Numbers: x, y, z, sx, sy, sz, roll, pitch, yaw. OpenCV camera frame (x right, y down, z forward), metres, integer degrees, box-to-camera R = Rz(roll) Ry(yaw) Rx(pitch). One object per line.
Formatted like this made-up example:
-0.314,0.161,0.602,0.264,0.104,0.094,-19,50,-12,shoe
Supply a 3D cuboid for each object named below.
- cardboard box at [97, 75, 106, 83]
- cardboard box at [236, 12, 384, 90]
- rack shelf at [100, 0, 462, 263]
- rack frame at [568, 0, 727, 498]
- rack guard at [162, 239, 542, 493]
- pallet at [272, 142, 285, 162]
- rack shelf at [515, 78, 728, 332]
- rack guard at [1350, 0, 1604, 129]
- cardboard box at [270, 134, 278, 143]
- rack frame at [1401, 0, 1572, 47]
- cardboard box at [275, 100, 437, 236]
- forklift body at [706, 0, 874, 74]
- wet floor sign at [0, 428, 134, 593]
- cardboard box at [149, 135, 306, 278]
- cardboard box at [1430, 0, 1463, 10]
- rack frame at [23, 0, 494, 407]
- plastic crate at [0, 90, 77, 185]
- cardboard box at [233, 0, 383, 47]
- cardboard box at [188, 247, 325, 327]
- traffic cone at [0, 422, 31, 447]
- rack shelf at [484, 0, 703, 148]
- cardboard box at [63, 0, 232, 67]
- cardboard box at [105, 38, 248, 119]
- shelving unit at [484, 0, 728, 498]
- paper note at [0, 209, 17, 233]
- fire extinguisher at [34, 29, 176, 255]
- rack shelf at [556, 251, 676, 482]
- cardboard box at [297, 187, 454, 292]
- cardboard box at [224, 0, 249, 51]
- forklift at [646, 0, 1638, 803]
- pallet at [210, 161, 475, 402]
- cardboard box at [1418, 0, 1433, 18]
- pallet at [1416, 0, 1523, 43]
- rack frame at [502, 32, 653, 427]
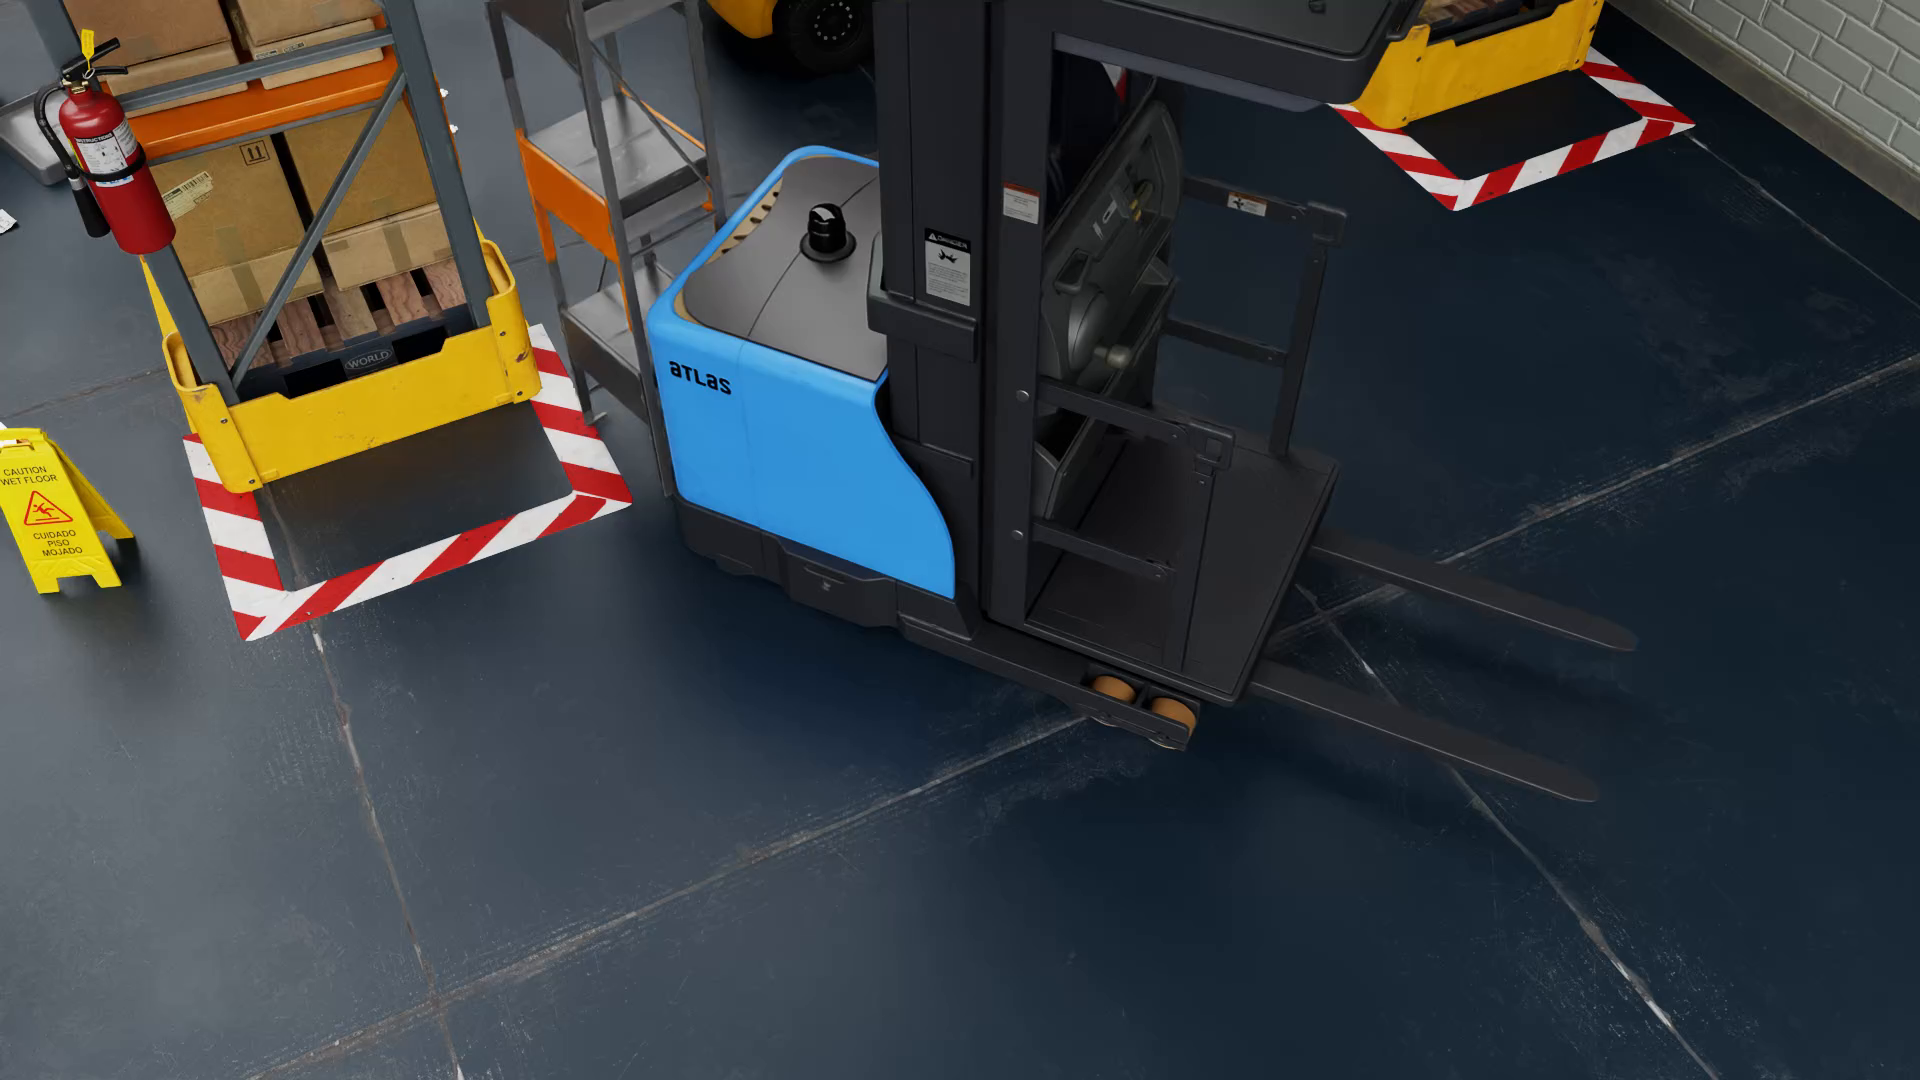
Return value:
-2.690,-1.626,5.346,0.380,0.149,0.250,-22,52,-18,cardboard box
-2.085,-1.617,5.338,0.380,0.149,0.250,-21,52,-17,cardboard box
-3.029,-2.503,6.424,1.077,0.370,4.000,-21,52,-18,rack shelf
-0.895,-0.946,5.182,0.400,2.100,0.015,-35,57,-27,rack frame
-2.149,-0.629,5.968,1.175,0.500,0.348,-21,52,-18,rack guard
-3.043,-1.905,7.276,1.003,0.211,1.213,-21,52,-18,pallet
-1.062,-1.070,5.309,0.431,0.518,0.480,-35,57,-27,rack shelf
2.309,-2.274,7.407,1.175,0.500,0.348,-21,52,-18,rack guard
-2.725,-1.974,7.032,0.500,0.250,0.500,-18,51,-15,cardboard box
2.298,-3.113,6.480,1.000,3.000,0.127,-21,52,-18,rack frame
-2.249,-1.532,6.146,0.500,0.500,0.500,-23,53,-19,cardboard box
-0.192,-3.475,7.360,2.313,2.155,1.214,-21,52,-18,forklift body
-2.978,-0.130,5.435,0.267,0.644,0.232,-5,49,-5,wet floor sign
-2.712,-1.327,5.968,0.500,0.500,0.500,-21,52,-17,cardboard box
2.247,-2.742,7.703,0.500,0.250,0.500,-21,52,-17,cardboard box
-2.114,-1.401,4.983,1.000,3.000,0.127,-21,52,-18,rack frame
-3.955,-1.784,7.257,0.583,0.080,0.402,35,57,27,plastic crate
-2.084,-1.944,5.194,0.500,0.500,0.500,-22,52,-18,cardboard box
-2.734,-1.098,6.266,0.500,0.250,0.500,-21,52,-18,cardboard box
-3.458,-0.409,5.801,0.336,0.463,0.334,-21,52,-18,traffic cone
-1.062,-1.531,4.782,0.431,0.518,0.480,-35,57,-27,rack shelf
-2.607,-1.800,5.068,0.500,0.500,0.500,-22,52,-18,cardboard box
-2.475,-1.495,5.232,0.380,0.149,0.250,-20,52,-16,cardboard box
-1.062,-1.079,5.299,0.431,2.100,0.503,-35,57,-27,shelving unit
-3.997,-1.311,6.877,0.148,0.019,0.142,35,57,27,paper note
-2.471,-1.140,4.806,0.296,0.674,0.183,-21,52,-18,fire extinguisher
-1.062,-0.609,5.836,0.431,0.518,0.480,-35,57,-27,rack shelf
-2.237,-1.269,6.415,0.500,0.250,0.500,-22,52,-18,cardboard box
-2.214,-1.781,5.482,0.380,0.149,0.250,-20,52,-17,cardboard box
0.606,-0.776,4.482,3.031,2.935,1.130,20,52,16,forklift
-2.489,-1.090,6.563,1.003,0.211,1.213,-21,52,-18,pallet
1.802,-2.552,7.537,0.500,0.250,0.500,-21,52,-17,cardboard box
1.911,-2.693,7.965,1.003,0.211,1.213,-21,52,-18,pallet
-1.229,-1.213,5.416,0.400,2.100,0.015,-35,57,-27,rack frame
